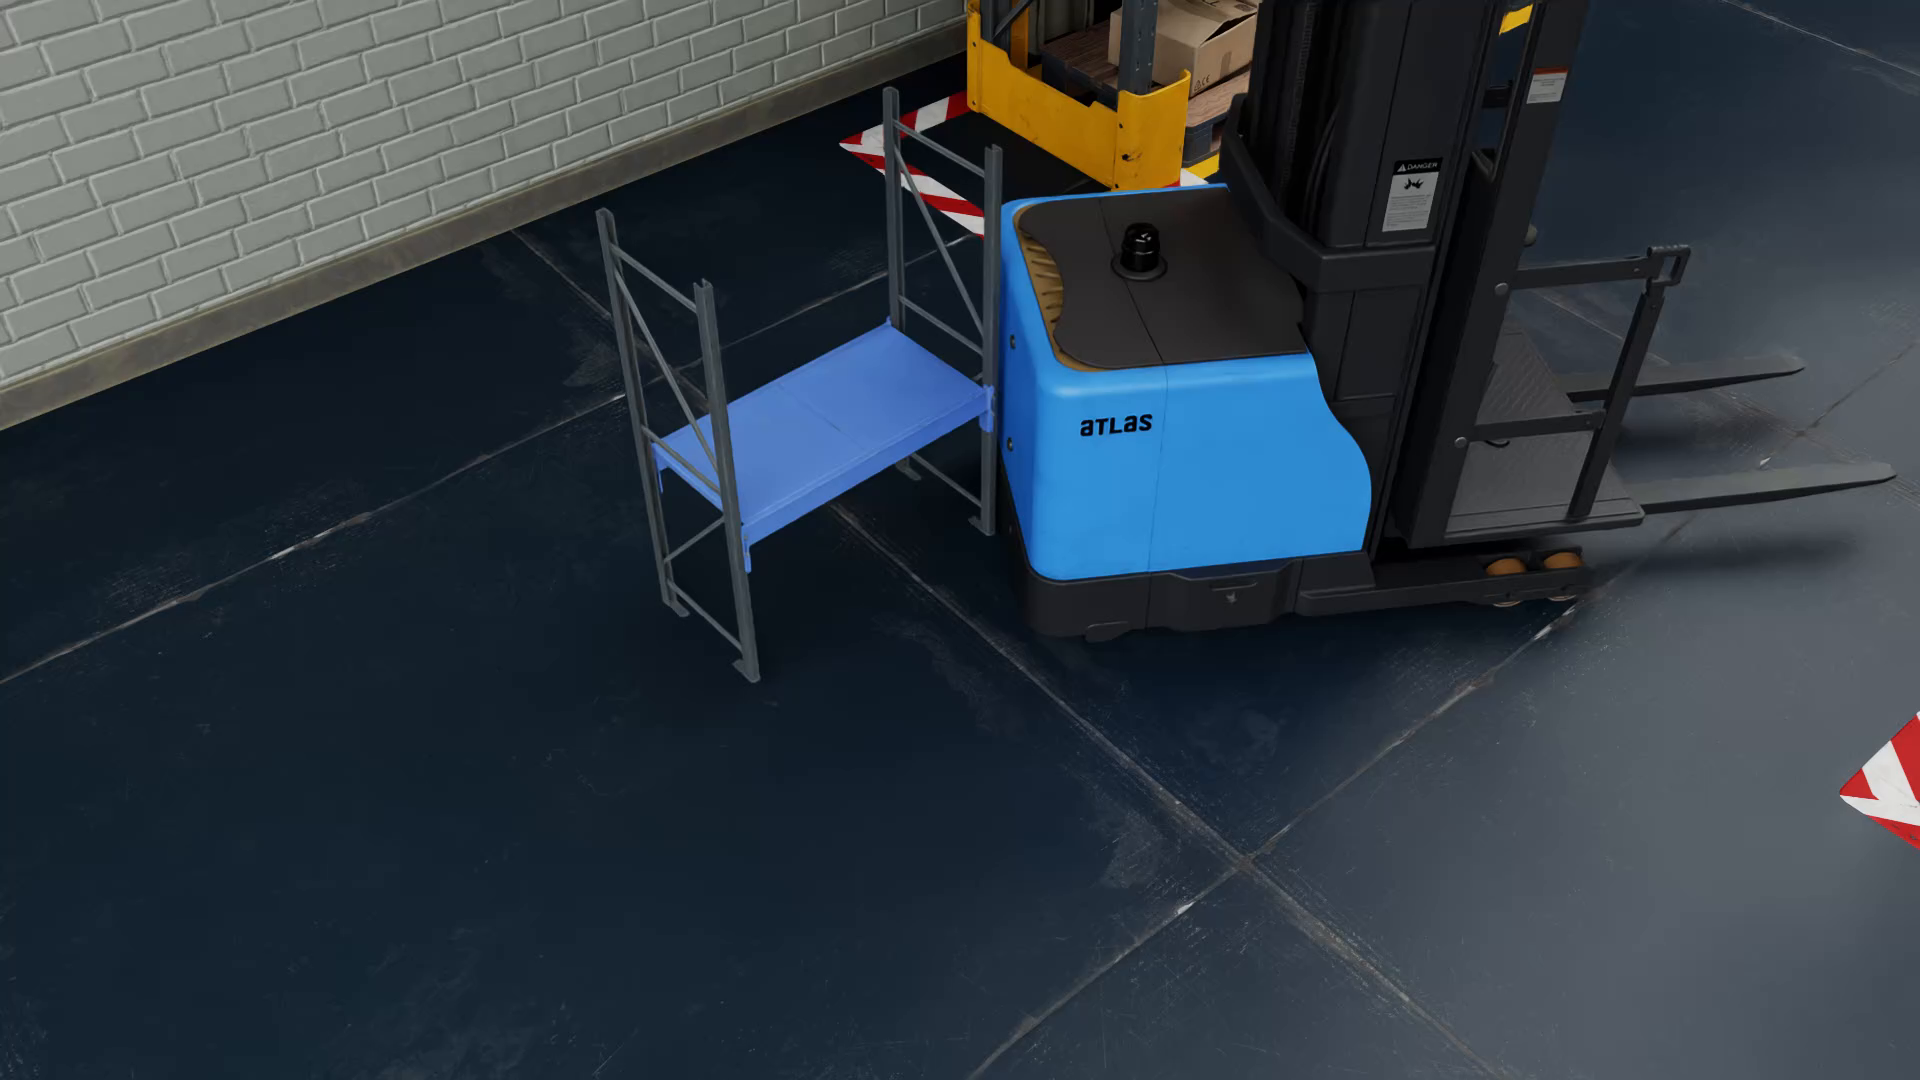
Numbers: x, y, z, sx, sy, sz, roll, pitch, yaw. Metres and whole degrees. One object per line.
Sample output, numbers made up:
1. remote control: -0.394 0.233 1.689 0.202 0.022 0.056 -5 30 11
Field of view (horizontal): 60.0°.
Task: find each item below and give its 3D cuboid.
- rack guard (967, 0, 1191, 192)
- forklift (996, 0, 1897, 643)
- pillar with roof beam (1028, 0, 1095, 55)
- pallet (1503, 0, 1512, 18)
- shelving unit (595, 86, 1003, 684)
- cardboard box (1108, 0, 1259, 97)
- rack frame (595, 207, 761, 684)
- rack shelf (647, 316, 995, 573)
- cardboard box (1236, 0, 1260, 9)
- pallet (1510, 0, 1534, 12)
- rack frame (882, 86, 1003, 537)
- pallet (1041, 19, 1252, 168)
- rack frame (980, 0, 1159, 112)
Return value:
1. rack guard: 0.513 -2.049 7.566 0.348 0.500 1.175 -30 51 -28
2. forklift: 1.645 -1.201 4.888 3.031 2.935 1.130 -6 44 -6
3. pillar with roof beam: 3.198 -3.615 3.025 0.400 9.000 9.100 -30 51 -28
4. pallet: 2.094 -2.815 8.593 1.213 0.211 1.003 -30 51 -28
5. shelving unit: -0.434 -0.458 5.142 1.048 1.500 0.538 -32 52 -29
6. cardboard box: 1.043 -2.364 7.718 0.500 0.311 0.500 33 52 30
7. rack frame: -0.811 -0.225 4.894 0.032 1.500 0.500 -32 52 -29
8. rack shelf: -0.434 -0.326 5.265 1.000 0.185 0.538 -32 52 -29
9. cardboard box: 1.480 -2.614 7.985 0.500 0.311 0.500 -26 49 -25
10. pallet: 3.030 -3.354 9.167 1.213 0.211 1.003 -30 51 -28
11. rack frame: -0.056 -0.690 5.390 0.032 1.500 0.500 -32 52 -29
12. pallet: 1.159 -2.282 8.025 1.213 0.211 1.003 -30 51 -28
13. rack frame: 0.454 -2.927 6.675 0.127 3.000 1.000 -30 51 -28
